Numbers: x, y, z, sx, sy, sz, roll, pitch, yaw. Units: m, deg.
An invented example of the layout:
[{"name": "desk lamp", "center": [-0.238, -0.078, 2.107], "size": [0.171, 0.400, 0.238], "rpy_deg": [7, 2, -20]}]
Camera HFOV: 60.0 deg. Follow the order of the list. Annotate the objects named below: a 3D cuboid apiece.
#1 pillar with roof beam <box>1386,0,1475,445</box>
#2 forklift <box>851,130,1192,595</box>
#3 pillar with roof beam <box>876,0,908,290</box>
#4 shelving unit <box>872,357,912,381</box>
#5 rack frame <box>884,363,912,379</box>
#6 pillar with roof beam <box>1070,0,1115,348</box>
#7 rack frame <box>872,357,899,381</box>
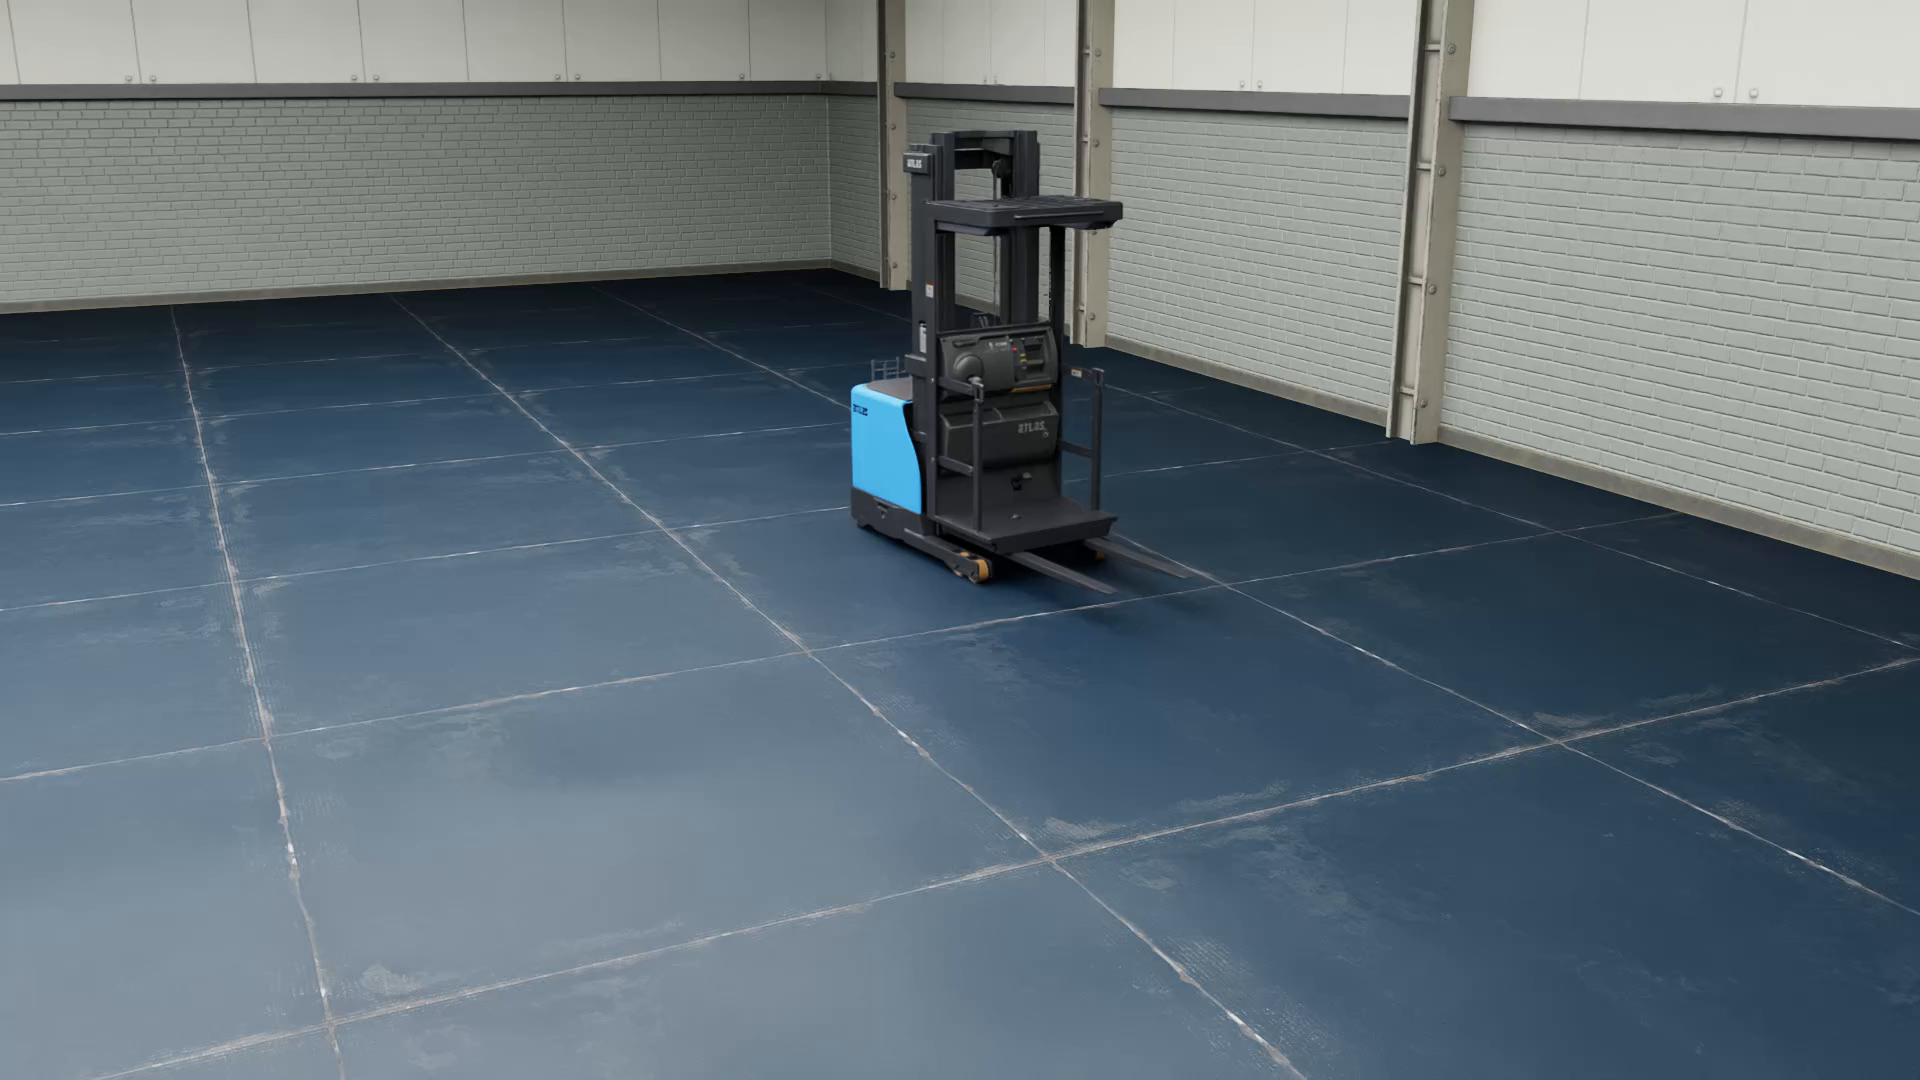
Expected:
[{"name": "pillar with roof beam", "center": [0.358, -4.751, 12.492], "size": [9.100, 9.000, 0.400], "rpy_deg": [-8, 18, -25]}, {"name": "forklift", "center": [0.391, -1.263, 11.339], "size": [1.130, 2.935, 3.031], "rpy_deg": [-10, 19, -31]}, {"name": "pillar with roof beam", "center": [-4.899, -7.726, 22.861], "size": [9.100, 9.000, 0.400], "rpy_deg": [-8, 18, -25]}, {"name": "shelving unit", "center": [-0.522, -0.799, 12.859], "size": [0.258, 1.200, 0.189], "rpy_deg": [-10, 19, -31]}, {"name": "rack frame", "center": [-0.473, -0.778, 12.785], "size": [0.240, 1.200, 0.006], "rpy_deg": [-10, 19, -31]}, {"name": "pillar with roof beam", "center": [-2.270, -6.239, 17.676], "size": [9.100, 9.000, 0.400], "rpy_deg": [-8, 18, -25]}, {"name": "rack frame", "center": [-0.572, -0.820, 12.933], "size": [0.240, 1.200, 0.006], "rpy_deg": [-10, 19, -31]}]
